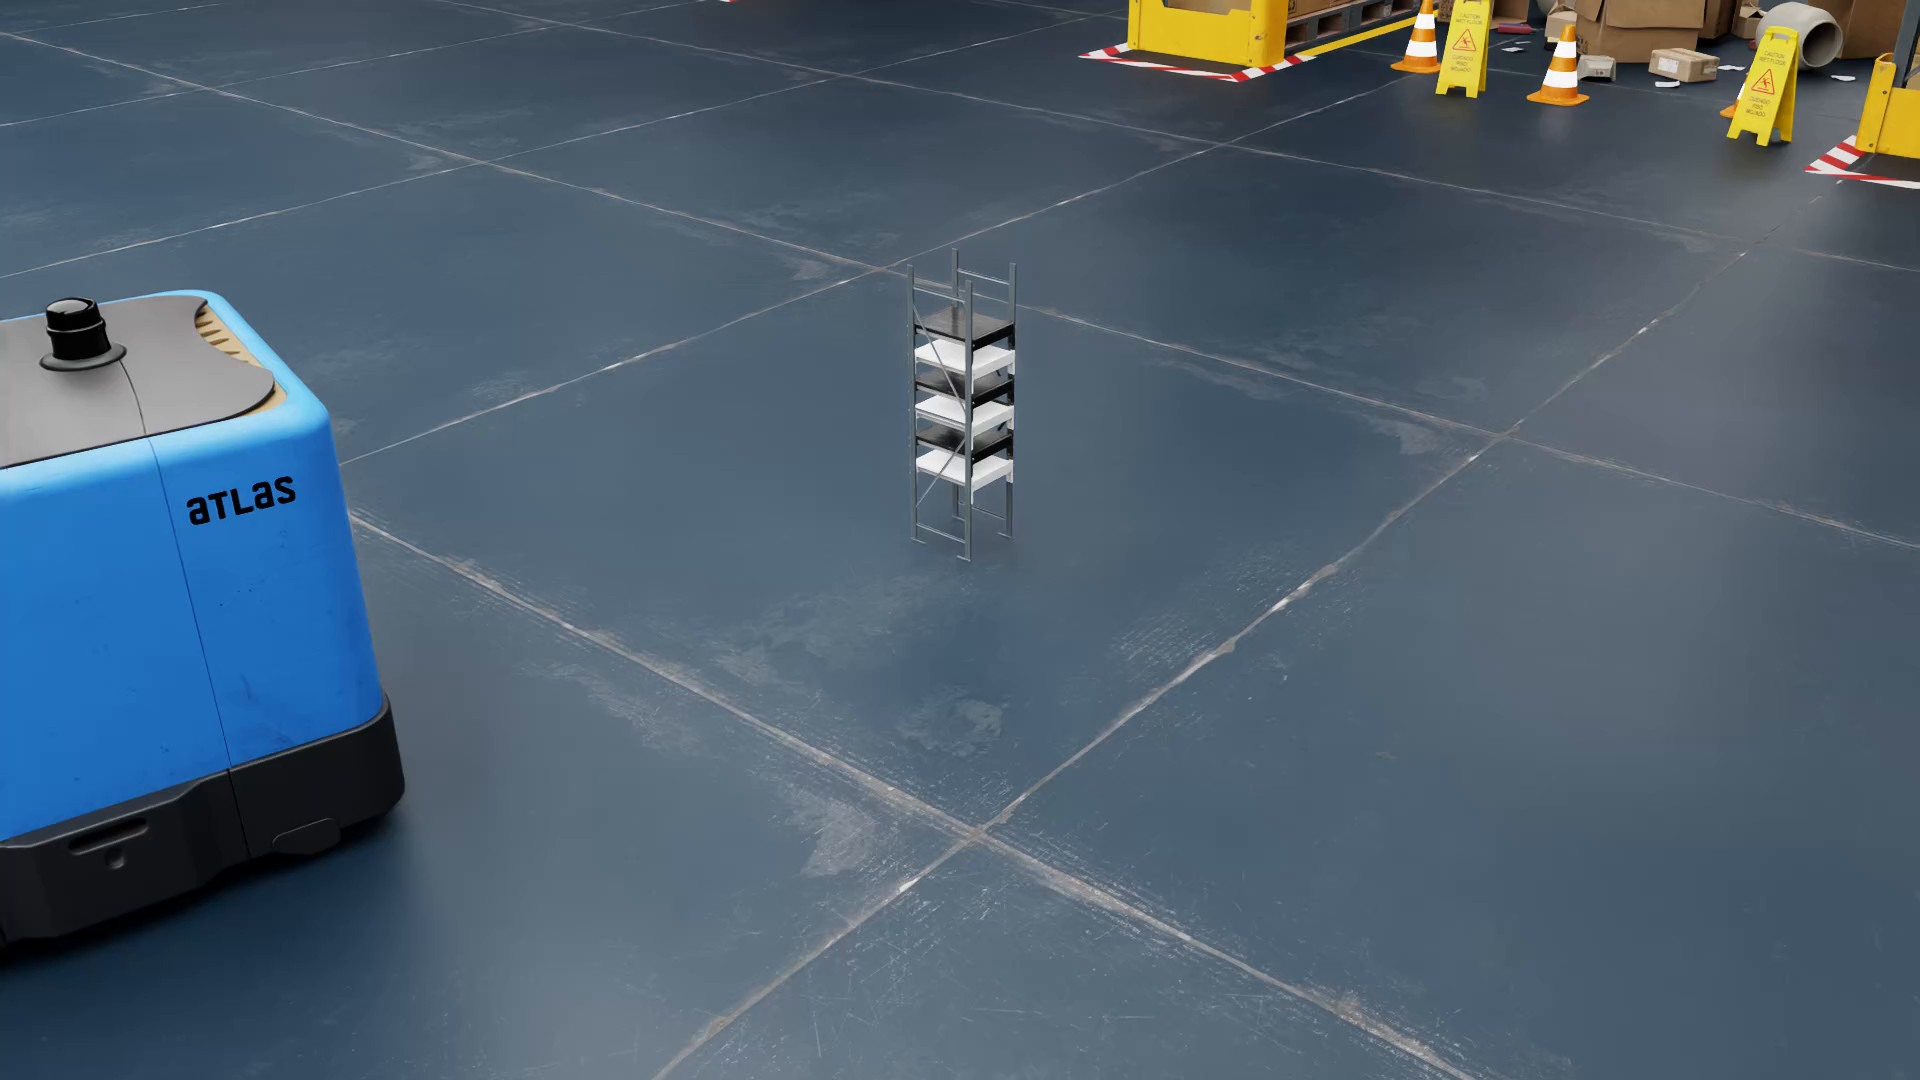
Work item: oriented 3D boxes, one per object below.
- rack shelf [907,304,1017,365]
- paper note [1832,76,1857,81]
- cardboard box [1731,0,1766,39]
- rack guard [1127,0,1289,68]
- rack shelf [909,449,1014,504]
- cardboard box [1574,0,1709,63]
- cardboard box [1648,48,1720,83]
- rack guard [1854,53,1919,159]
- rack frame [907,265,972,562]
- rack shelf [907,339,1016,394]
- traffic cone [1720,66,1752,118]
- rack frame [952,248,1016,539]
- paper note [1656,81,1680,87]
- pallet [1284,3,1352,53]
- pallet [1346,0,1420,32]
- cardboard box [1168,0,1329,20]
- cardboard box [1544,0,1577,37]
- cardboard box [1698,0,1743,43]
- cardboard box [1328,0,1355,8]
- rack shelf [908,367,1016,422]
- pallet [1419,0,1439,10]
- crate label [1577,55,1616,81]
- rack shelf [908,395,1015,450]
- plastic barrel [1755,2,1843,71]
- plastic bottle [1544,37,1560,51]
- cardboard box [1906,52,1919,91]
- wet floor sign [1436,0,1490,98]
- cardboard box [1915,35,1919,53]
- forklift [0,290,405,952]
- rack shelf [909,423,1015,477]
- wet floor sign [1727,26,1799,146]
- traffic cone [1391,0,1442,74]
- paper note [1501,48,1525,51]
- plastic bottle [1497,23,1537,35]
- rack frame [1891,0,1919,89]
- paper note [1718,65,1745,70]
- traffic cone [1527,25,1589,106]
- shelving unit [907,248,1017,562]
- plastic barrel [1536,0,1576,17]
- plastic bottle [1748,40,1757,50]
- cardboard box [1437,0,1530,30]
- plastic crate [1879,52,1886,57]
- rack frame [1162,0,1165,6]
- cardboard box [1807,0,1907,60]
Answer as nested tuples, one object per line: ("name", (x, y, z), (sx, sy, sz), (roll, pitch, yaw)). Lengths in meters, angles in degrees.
("rack shelf", (0.005, -0.613, 4.940), (0.258, 0.077, 0.200), (21, 34, 34))
("paper note", (6.008, -3.145, 11.297), (0.142, 0.019, 0.148), (9, 29, 17))
("cardboard box", (6.038, -3.997, 12.688), (0.258, 0.266, 0.396), (0, 27, 0))
("rack guard", (1.769, -3.747, 11.949), (1.175, 0.500, 0.348), (21, 34, 34))
("rack shelf", (0.005, -0.213, 5.147), (0.258, 0.077, 0.200), (21, 34, 34))
("cardboard box", (4.832, -3.709, 11.872), (0.797, 0.503, 0.637), (0, 27, 0))
("cardboard box", (4.943, -3.244, 11.358), (0.250, 0.149, 0.380), (-10, 29, -18))
("rack guard", (5.716, -2.372, 9.290), (1.175, 0.500, 0.348), (21, 34, 34))
("rack frame", (-0.059, -0.367, 4.979), (0.240, 0.900, 0.006), (21, 34, 34))
("rack shelf", (0.005, -0.533, 4.981), (0.258, 0.077, 0.200), (21, 34, 34))
("traffic cone", (4.946, -2.858, 10.270), (0.336, 0.463, 0.334), (21, 34, 34))
("rack frame", (0.070, -0.439, 5.118), (0.240, 0.900, 0.006), (21, 34, 34))
("paper note", (4.733, -3.053, 11.118), (0.148, 0.019, 0.142), (9, 29, 17))
("pallet", (2.232, -3.934, 12.624), (1.003, 0.211, 1.213), (21, 34, 34))
("pallet", (3.009, -4.364, 13.456), (1.003, 0.211, 1.213), (21, 34, 34))
("cardboard box", (2.165, -4.368, 12.285), (0.875, 0.875, 0.875), (21, 34, 35))
("cardboard box", (4.656, -3.922, 12.542), (0.258, 0.266, 0.396), (-21, 34, -35))
("cardboard box", (5.420, -4.103, 12.486), (0.797, 0.637, 0.503), (21, 34, 34))
("cardboard box", (2.723, -4.681, 12.889), (0.875, 0.875, 0.875), (20, 34, 34))
("rack shelf", (0.005, -0.453, 5.023), (0.258, 0.077, 0.200), (21, 34, 34))
("pallet", (3.784, -4.799, 14.296), (1.003, 0.211, 1.213), (21, 34, 34))
("crate label", (4.326, -3.214, 11.313), (0.250, 0.136, 0.298), (4, 28, 8))
("rack shelf", (0.005, -0.373, 5.064), (0.258, 0.077, 0.200), (21, 34, 34))
("plastic barrel", (5.814, -3.485, 11.527), (0.421, 0.421, 0.512), (-5, 28, -9))
("plastic bottle", (4.387, -3.667, 12.272), (0.133, 0.061, 0.283), (9, 29, 17))
("cardboard box", (5.990, -2.794, 9.922), (0.500, 0.250, 0.500), (21, 34, 34))
("wet floor sign", (3.294, -3.231, 10.794), (0.267, 0.644, 0.232), (15, 31, 26))
("cardboard box", (5.976, -3.114, 9.723), (0.500, 0.500, 0.500), (21, 34, 35))
("forklift", (-2.814, -0.421, 2.873), (3.031, 2.935, 1.130), (-18, 32, -31))
("rack shelf", (0.005, -0.293, 5.105), (0.258, 0.077, 0.200), (21, 34, 34))
("wet floor sign", (4.722, -2.655, 9.679), (0.232, 0.644, 0.267), (-15, 31, -27))
("traffic cone", (3.218, -3.512, 11.536), (0.336, 0.463, 0.334), (21, 34, 34))
("paper note", (4.065, -3.591, 12.161), (0.142, 0.017, 0.144), (-15, 31, -27))
("plastic bottle", (4.281, -3.925, 12.770), (0.283, 0.061, 0.133), (9, 29, 17))
("rack frame", (5.668, -3.455, 8.664), (1.000, 3.000, 0.127), (21, 34, 34))
("paper note", (5.389, -3.305, 11.619), (0.142, 0.019, 0.148), (-15, 31, -27))
("traffic cone", (3.873, -3.061, 10.664), (0.336, 0.463, 0.334), (21, 34, 34))
("shelving unit", (0.005, -0.403, 5.049), (0.258, 0.900, 0.210), (21, 34, 34))
("plastic barrel", (4.791, -4.289, 13.080), (0.421, 0.421, 0.512), (-5, 28, -9))
("plastic bottle", (5.944, -3.659, 12.256), (0.283, 0.061, 0.133), (-21, 34, -35))
("cardboard box", (4.133, -4.325, 13.063), (0.500, 0.500, 0.500), (-21, 34, -35))
("plastic crate", (6.581, -3.259, 11.463), (0.402, 0.080, 0.583), (9, 29, 17))
("rack frame", (1.784, -4.866, 11.391), (1.000, 3.000, 0.127), (21, 34, 34))
("cardboard box", (6.481, -3.782, 12.013), (0.500, 0.500, 0.500), (-5, 28, -9))
